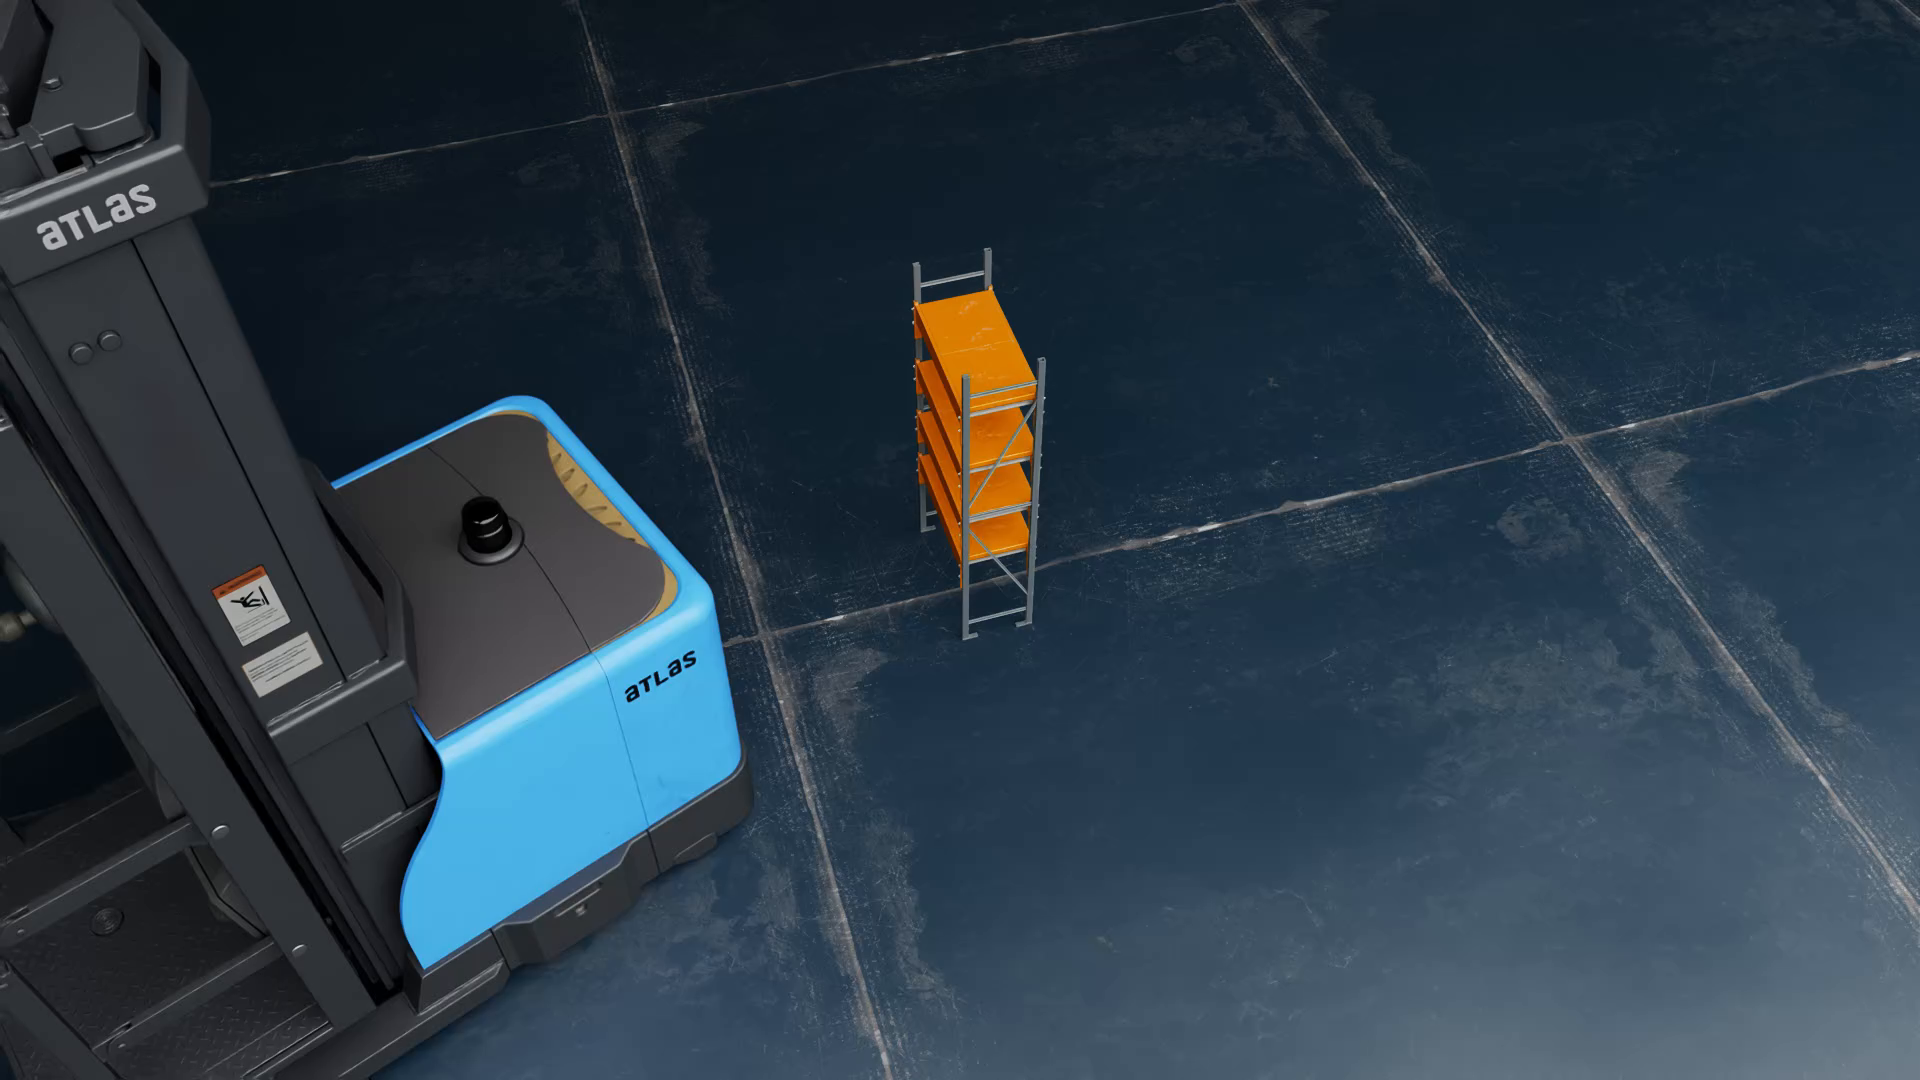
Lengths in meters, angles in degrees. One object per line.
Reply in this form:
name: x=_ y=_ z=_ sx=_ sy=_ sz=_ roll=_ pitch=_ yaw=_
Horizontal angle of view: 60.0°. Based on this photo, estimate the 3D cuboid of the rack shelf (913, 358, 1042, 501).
rack shelf: x=0.049 y=-0.367 z=5.070 sx=0.258 sy=0.148 sz=0.480 roll=-13 pitch=51 yaw=-11

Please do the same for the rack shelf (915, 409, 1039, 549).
rack shelf: x=0.049 y=-0.222 z=5.241 sx=0.258 sy=0.148 sz=0.480 roll=-13 pitch=51 yaw=-11

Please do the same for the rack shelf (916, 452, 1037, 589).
rack shelf: x=0.049 y=-0.094 z=5.393 sx=0.258 sy=0.148 sz=0.480 roll=-13 pitch=51 yaw=-11

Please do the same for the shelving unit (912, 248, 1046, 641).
shelving unit: x=0.049 y=-0.266 z=5.189 sx=0.258 sy=1.200 sz=0.503 roll=-13 pitch=51 yaw=-11

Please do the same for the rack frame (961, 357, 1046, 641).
rack frame: x=0.121 y=-0.088 z=5.039 sx=0.240 sy=1.200 sz=0.015 roll=-13 pitch=51 yaw=-11

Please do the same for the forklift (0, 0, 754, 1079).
forklift: x=-2.088 y=0.300 z=3.580 sx=3.031 sy=2.935 sz=1.130 roll=-31 pitch=57 yaw=-24

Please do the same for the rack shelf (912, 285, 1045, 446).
rack shelf: x=0.049 y=-0.519 z=4.889 sx=0.258 sy=0.148 sz=0.480 roll=-13 pitch=51 yaw=-11

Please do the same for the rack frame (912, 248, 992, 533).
rack frame: x=-0.023 y=-0.444 z=5.340 sx=0.240 sy=1.200 sz=0.015 roll=-13 pitch=51 yaw=-11
